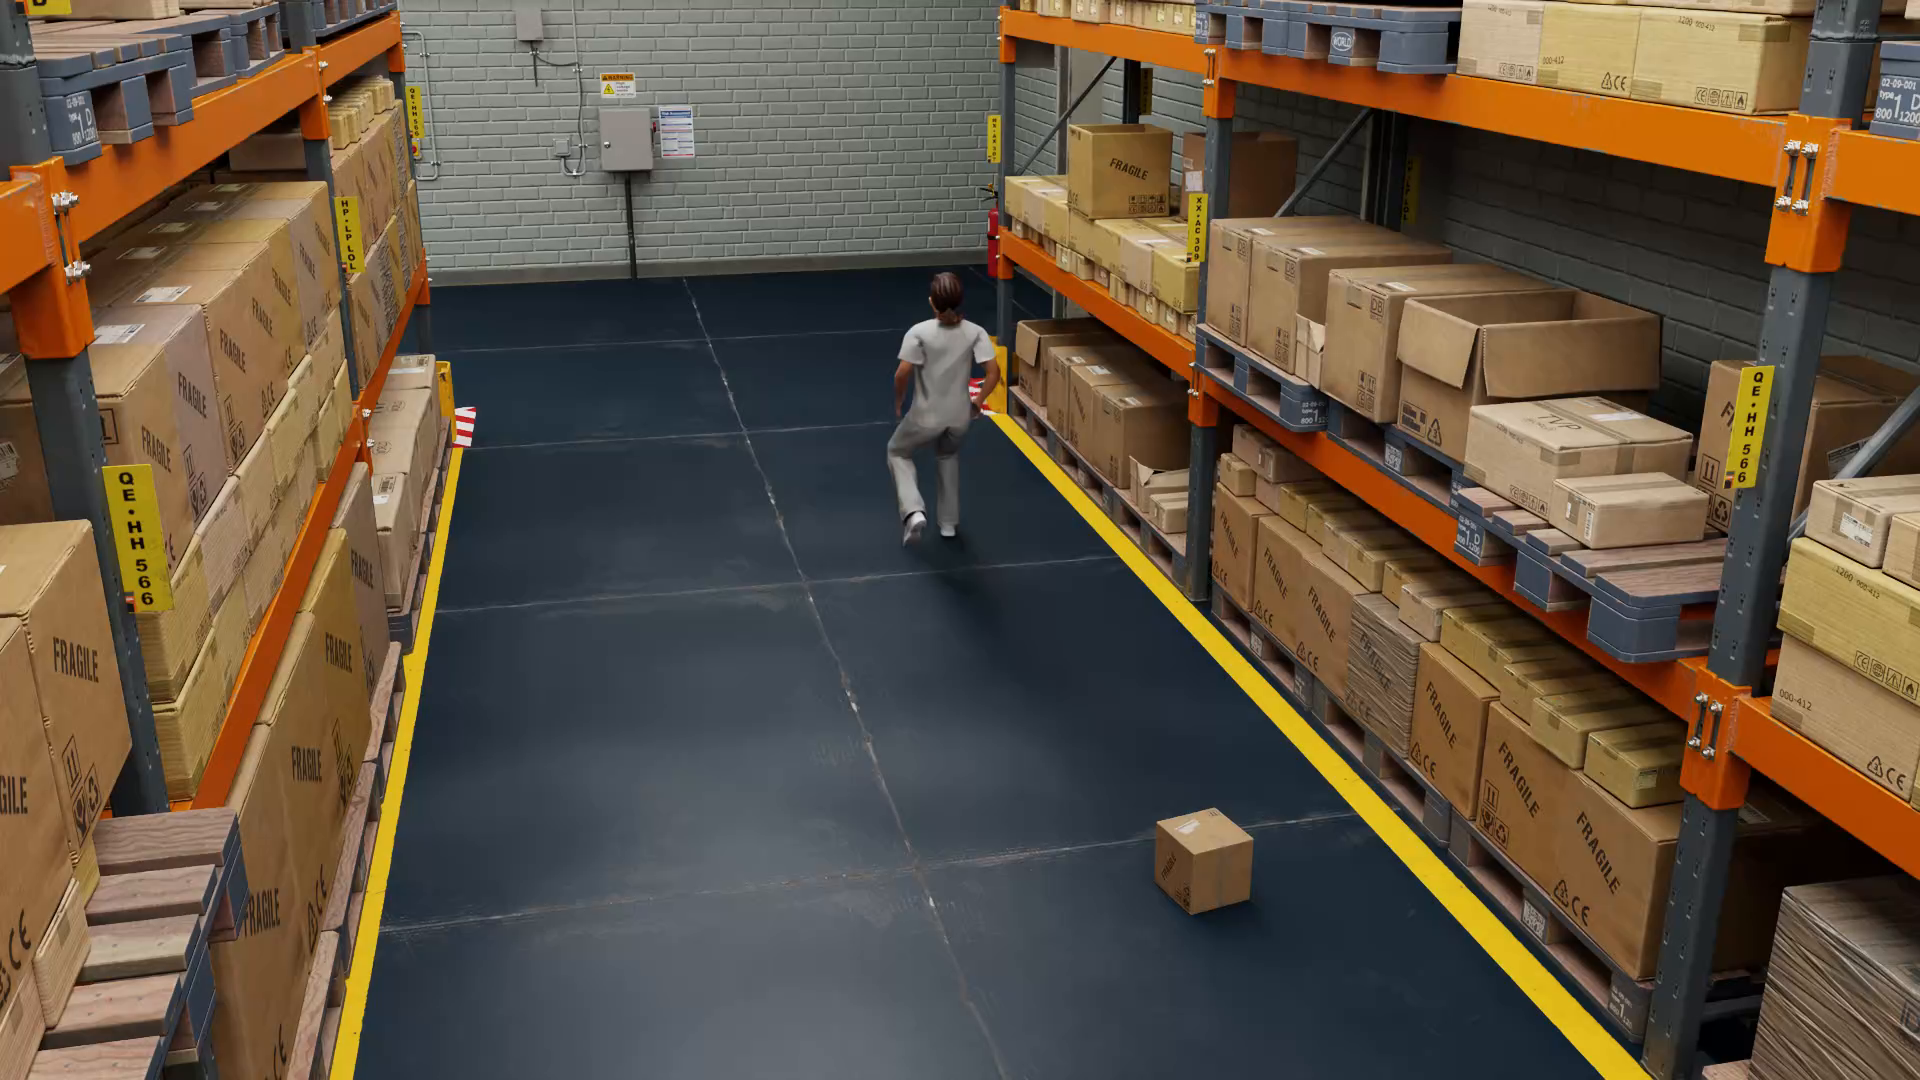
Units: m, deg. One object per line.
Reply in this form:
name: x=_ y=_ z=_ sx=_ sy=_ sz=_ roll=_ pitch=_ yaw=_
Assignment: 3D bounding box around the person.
person: x=-0.146 y=-0.735 z=9.235 sx=0.585 sy=1.562 sz=0.625 roll=-7 pitch=21 yaw=-20
